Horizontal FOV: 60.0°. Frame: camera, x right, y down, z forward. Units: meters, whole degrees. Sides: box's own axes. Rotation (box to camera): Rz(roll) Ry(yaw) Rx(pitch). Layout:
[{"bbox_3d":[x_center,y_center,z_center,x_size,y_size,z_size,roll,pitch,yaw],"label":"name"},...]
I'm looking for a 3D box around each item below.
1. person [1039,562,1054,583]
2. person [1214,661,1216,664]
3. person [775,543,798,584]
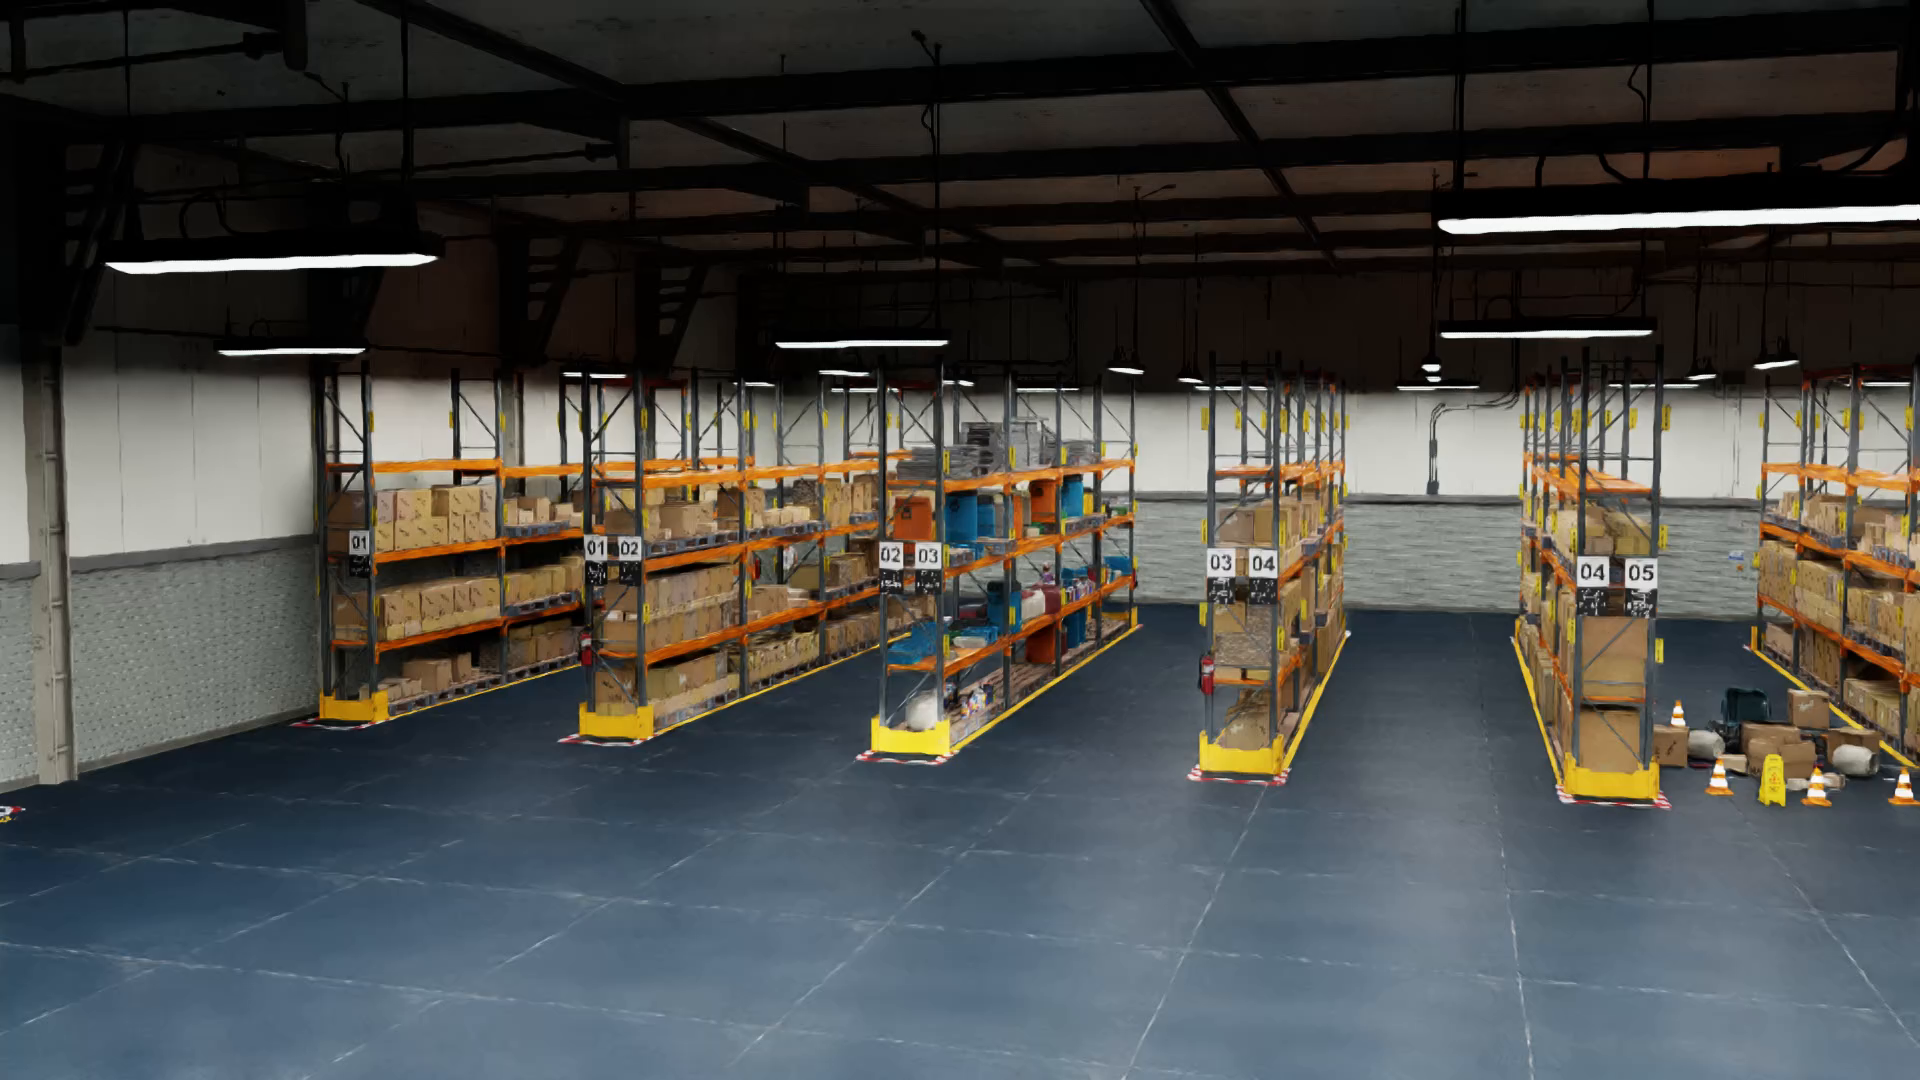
[{"bbox_3d":[2.080,1.330,40.085,0.532,1.588,0.536,4,6,43],"label":"person"},{"bbox_3d":[5.326,1.711,33.944,0.563,1.707,1.127,1,4,14],"label":"person"},{"bbox_3d":[-4.909,0.762,47.203,0.676,1.734,0.747,0,4,-5],"label":"person"}]
